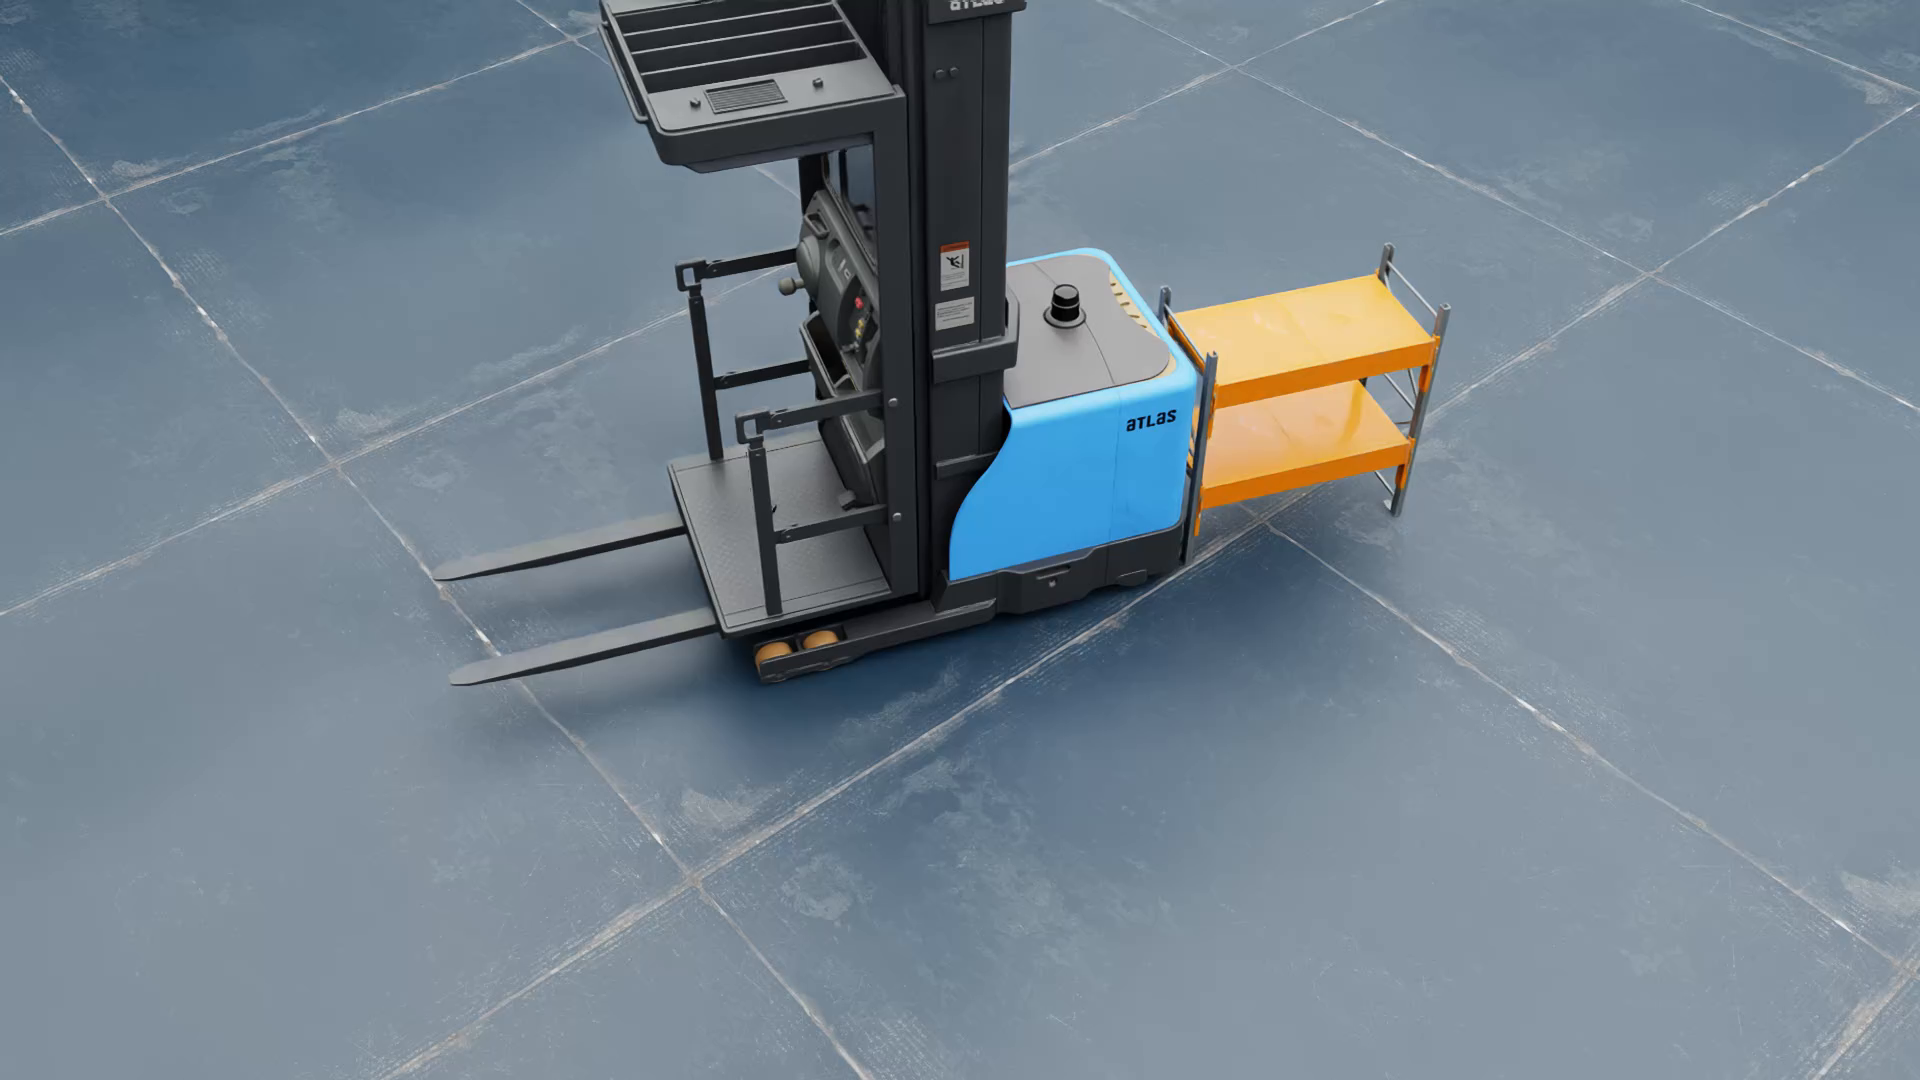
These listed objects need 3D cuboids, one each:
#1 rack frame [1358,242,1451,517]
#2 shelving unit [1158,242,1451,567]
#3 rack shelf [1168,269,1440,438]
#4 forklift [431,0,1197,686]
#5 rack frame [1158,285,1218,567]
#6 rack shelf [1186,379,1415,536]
[{"bbox_3d":[1.873,-0.676,7.202,0.032,1.125,0.500,-13,45,-13],"label":"rack frame"},{"bbox_3d":[1.390,-0.568,7.087,1.048,1.125,0.538,-13,45,-13],"label":"shelving unit"},{"bbox_3d":[1.390,-0.782,6.887,1.000,0.278,0.538,-13,45,-13],"label":"rack shelf"},{"bbox_3d":[-0.636,-0.905,6.126,3.031,2.935,1.130,-13,45,-14],"label":"forklift"},{"bbox_3d":[0.907,-0.461,6.972,0.032,1.125,0.500,-13,45,-13],"label":"rack frame"},{"bbox_3d":[1.390,-0.390,7.255,1.000,0.278,0.538,-13,45,-13],"label":"rack shelf"}]
